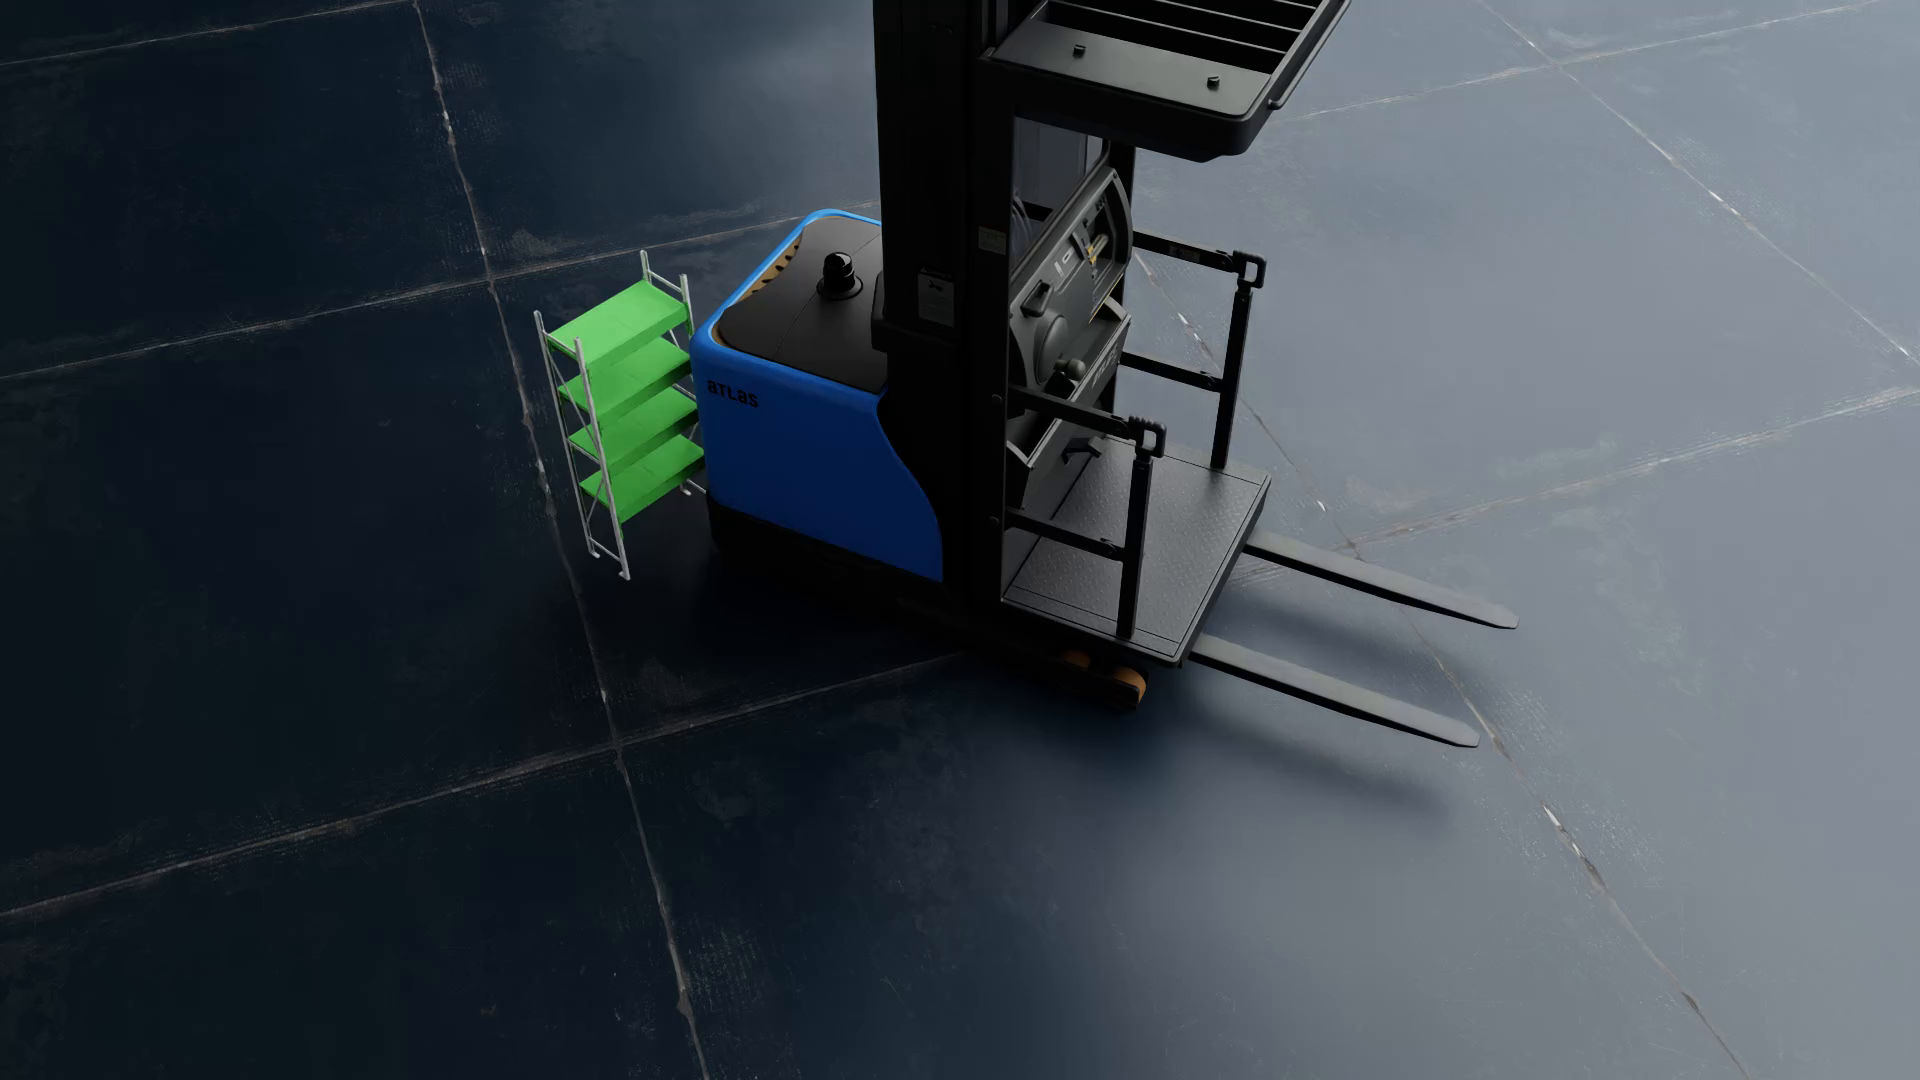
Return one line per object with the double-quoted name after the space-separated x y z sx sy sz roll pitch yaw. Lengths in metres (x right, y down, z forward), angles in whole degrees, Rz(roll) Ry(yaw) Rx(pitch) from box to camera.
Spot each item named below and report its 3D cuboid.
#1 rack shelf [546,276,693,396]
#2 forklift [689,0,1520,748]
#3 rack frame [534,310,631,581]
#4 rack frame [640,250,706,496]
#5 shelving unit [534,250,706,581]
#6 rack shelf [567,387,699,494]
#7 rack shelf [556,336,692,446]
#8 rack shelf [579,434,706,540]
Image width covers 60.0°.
-1.244 -0.748 6.060 0.258 0.148 0.480 32 53 28 "rack shelf"
0.562 -0.842 5.520 3.031 2.935 1.130 19 48 18 "forklift"
-1.404 -0.324 6.224 0.240 1.200 0.015 32 53 28 "rack frame"
-1.079 -0.582 6.481 0.240 1.200 0.015 32 53 28 "rack frame"
-1.242 -0.453 6.353 0.258 1.200 0.503 32 53 28 "shelving unit"
-1.241 -0.408 6.398 0.258 0.148 0.480 32 53 28 "rack shelf"
-1.243 -0.578 6.229 0.258 0.148 0.480 32 53 28 "rack shelf"
-1.240 -0.237 6.567 0.258 0.148 0.480 32 53 28 "rack shelf"
